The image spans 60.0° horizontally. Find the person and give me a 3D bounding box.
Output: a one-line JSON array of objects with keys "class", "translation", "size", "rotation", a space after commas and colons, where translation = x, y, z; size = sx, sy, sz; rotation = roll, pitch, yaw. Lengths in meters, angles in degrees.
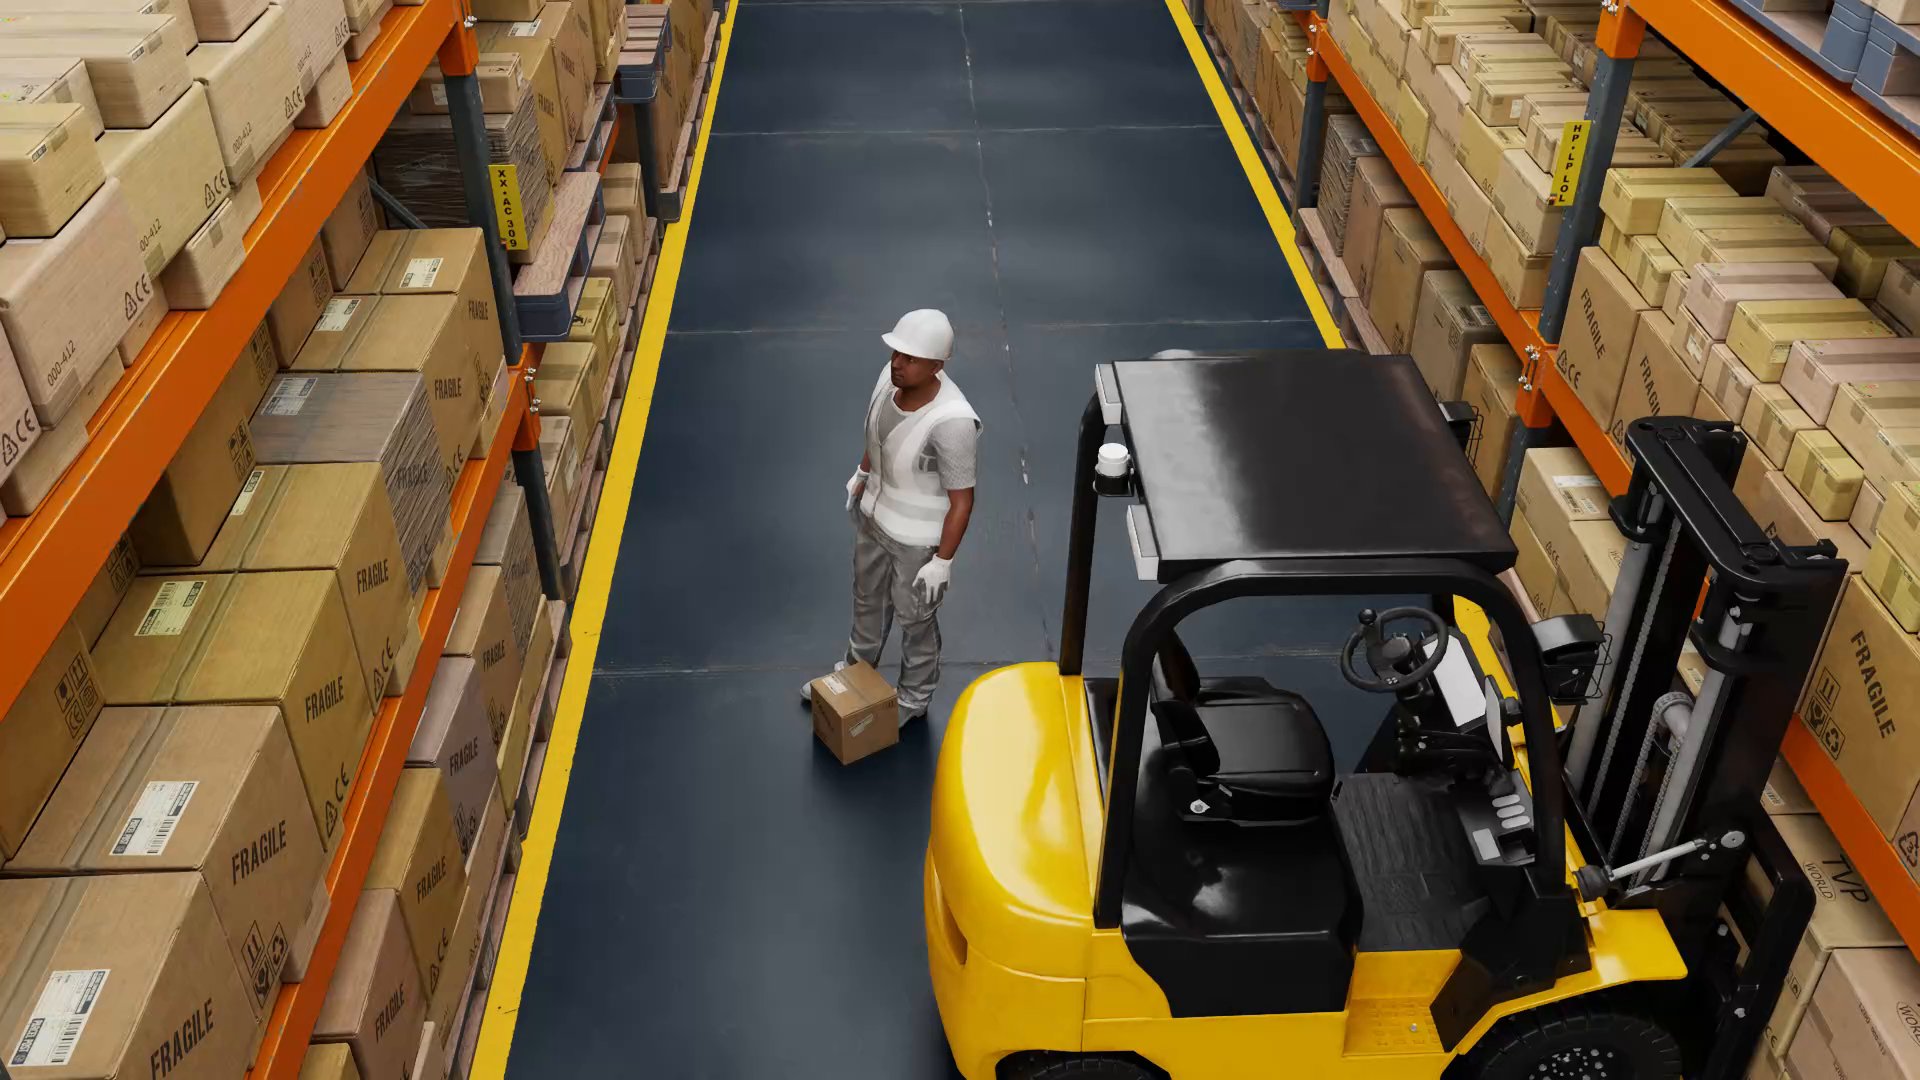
[{"class": "person", "translation": [-0.259, -0.038, 6.166], "size": [0.577, 1.781, 0.656], "rotation": [-19, 39, -25]}]
